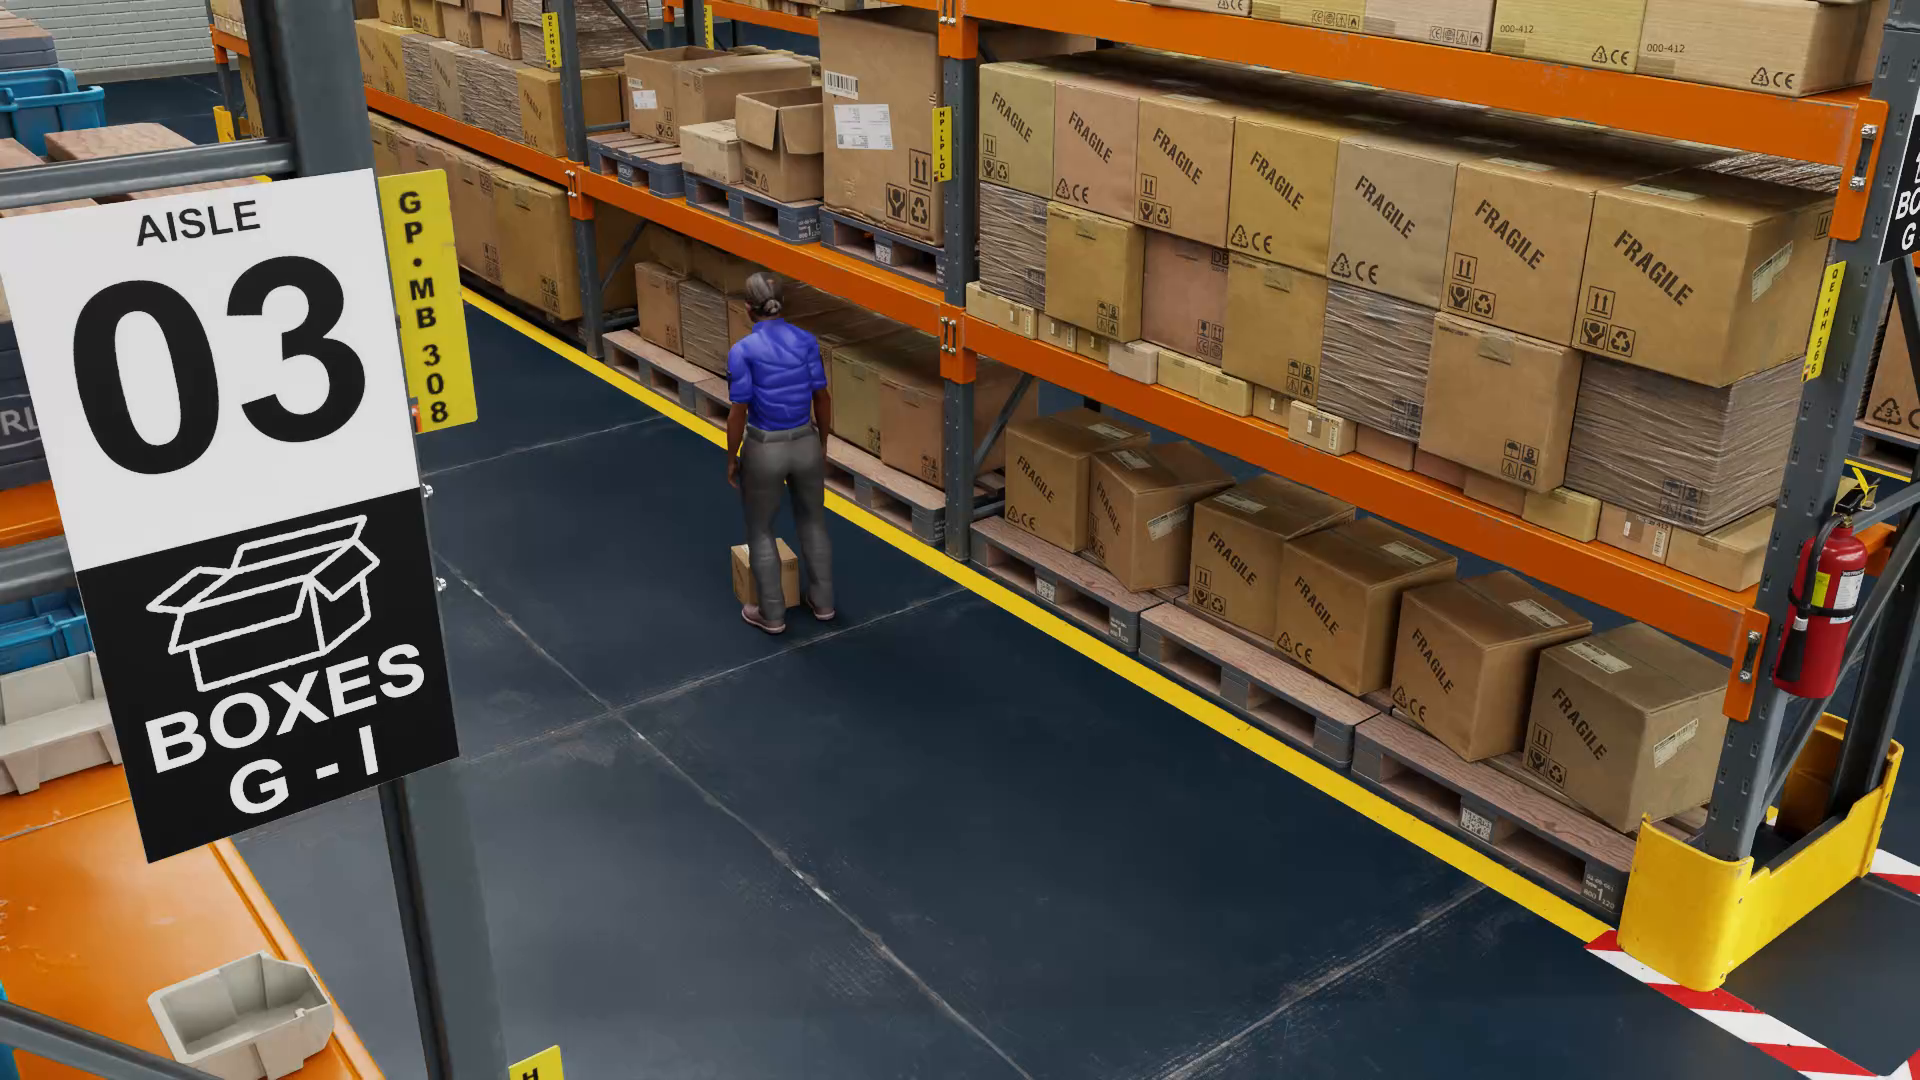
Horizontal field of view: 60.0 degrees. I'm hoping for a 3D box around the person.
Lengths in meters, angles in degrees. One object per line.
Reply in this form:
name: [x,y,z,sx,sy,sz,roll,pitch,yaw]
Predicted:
person: [-0.802,-0.382,7.434,0.506,1.655,0.346,-13,28,-25]
